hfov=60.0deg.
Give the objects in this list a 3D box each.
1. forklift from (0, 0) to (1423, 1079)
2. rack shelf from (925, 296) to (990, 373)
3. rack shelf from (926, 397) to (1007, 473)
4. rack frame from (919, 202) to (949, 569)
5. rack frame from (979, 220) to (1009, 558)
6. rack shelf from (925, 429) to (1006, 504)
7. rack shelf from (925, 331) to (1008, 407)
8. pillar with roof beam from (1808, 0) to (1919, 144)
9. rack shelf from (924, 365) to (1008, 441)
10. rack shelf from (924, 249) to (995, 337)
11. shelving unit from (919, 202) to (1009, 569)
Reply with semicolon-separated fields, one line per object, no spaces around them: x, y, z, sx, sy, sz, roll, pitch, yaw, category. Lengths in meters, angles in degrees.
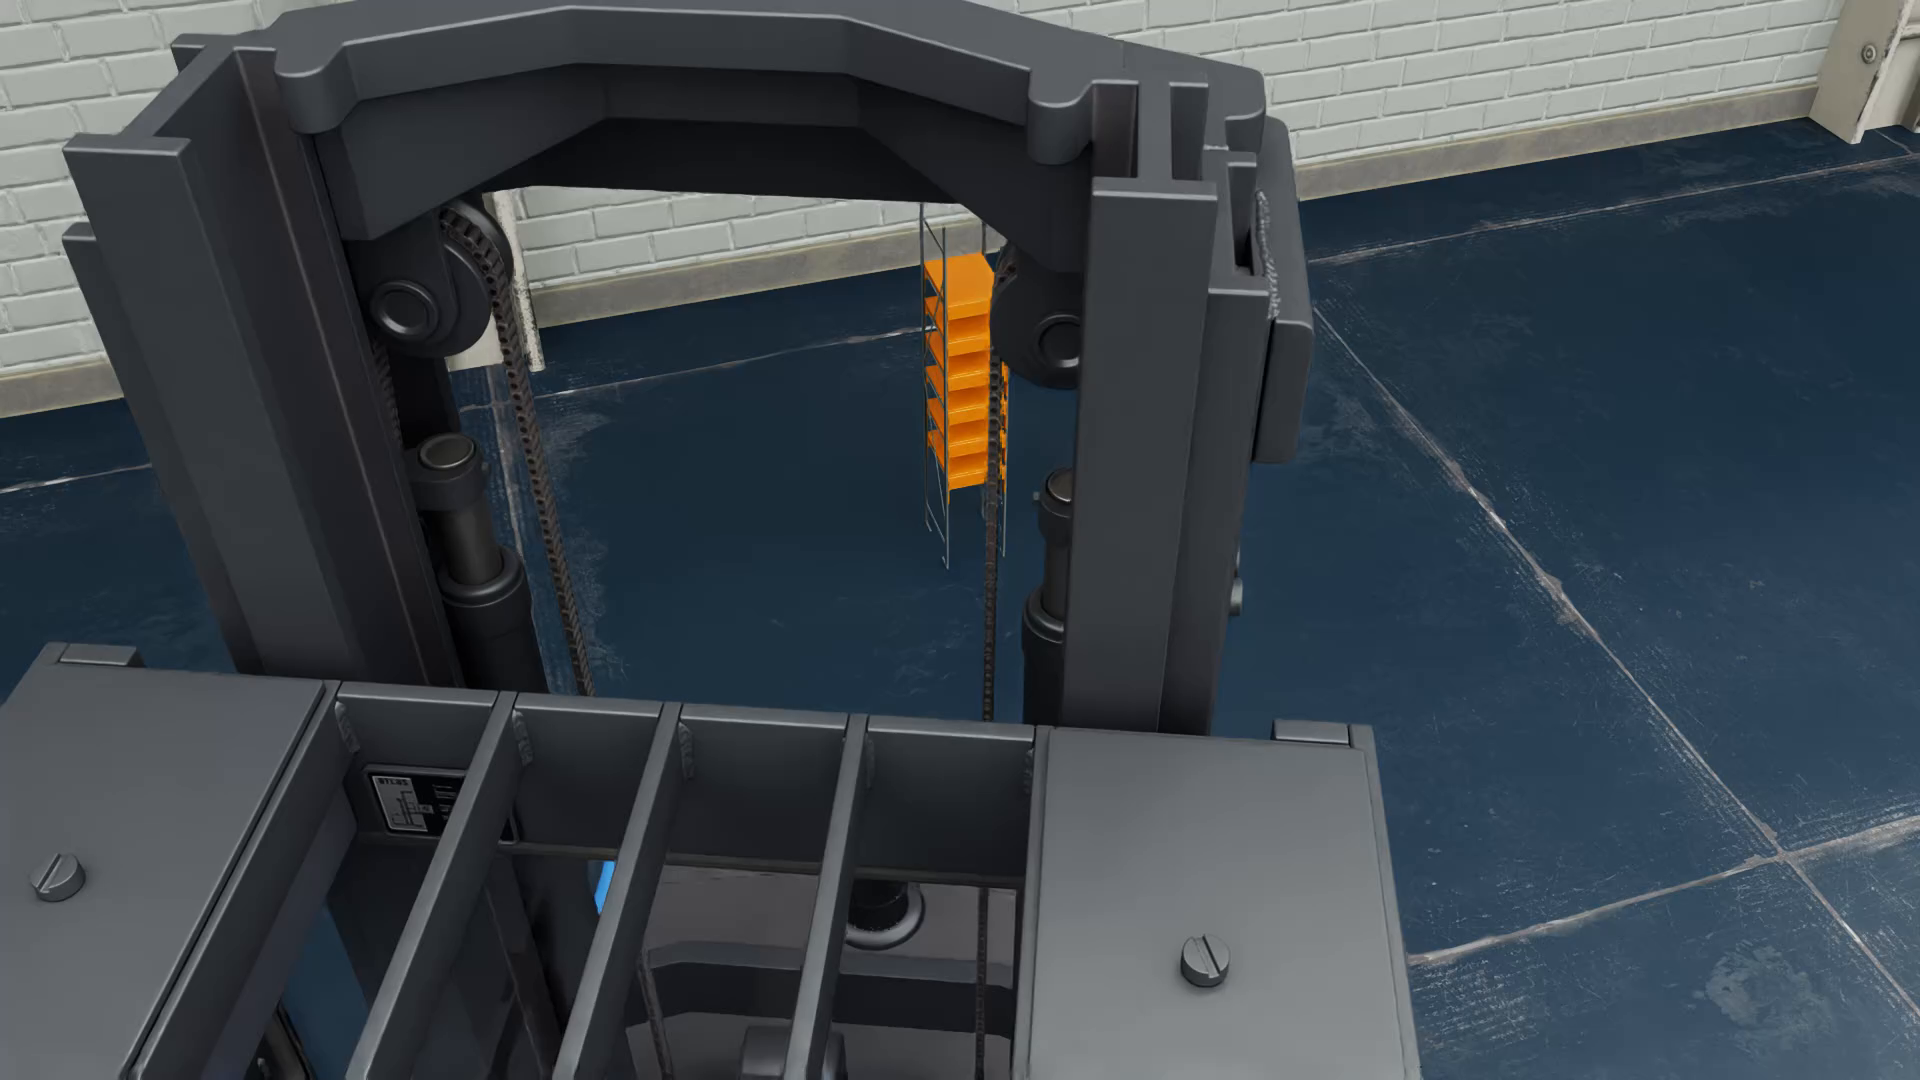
-0.241;1.087;1.778;1.130;2.935;3.031;3;41;4;forklift
0.014;-0.602;4.730;0.180;0.103;0.258;-12;42;-13;rack shelf
0.014;-0.331;4.967;0.180;0.103;0.258;-12;42;-13;rack shelf
-0.073;-0.437;4.838;0.006;1.200;0.240;-12;42;-13;rack frame
0.101;-0.473;4.879;0.006;1.200;0.240;-12;42;-13;rack frame
0.014;-0.241;5.046;0.180;0.103;0.258;-12;42;-13;rack shelf
0.014;-0.512;4.809;0.180;0.103;0.258;-12;42;-13;rack shelf
5.299;-2.540;1.318;0.400;9.000;9.100;-12;42;-13;pillar with roof beam
0.014;-0.421;4.888;0.180;0.103;0.258;-12;42;-13;rack shelf
0.014;-0.692;4.651;0.180;0.103;0.258;-12;42;-13;rack shelf
0.014;-0.455;4.859;0.189;1.200;0.258;-12;42;-13;shelving unit
